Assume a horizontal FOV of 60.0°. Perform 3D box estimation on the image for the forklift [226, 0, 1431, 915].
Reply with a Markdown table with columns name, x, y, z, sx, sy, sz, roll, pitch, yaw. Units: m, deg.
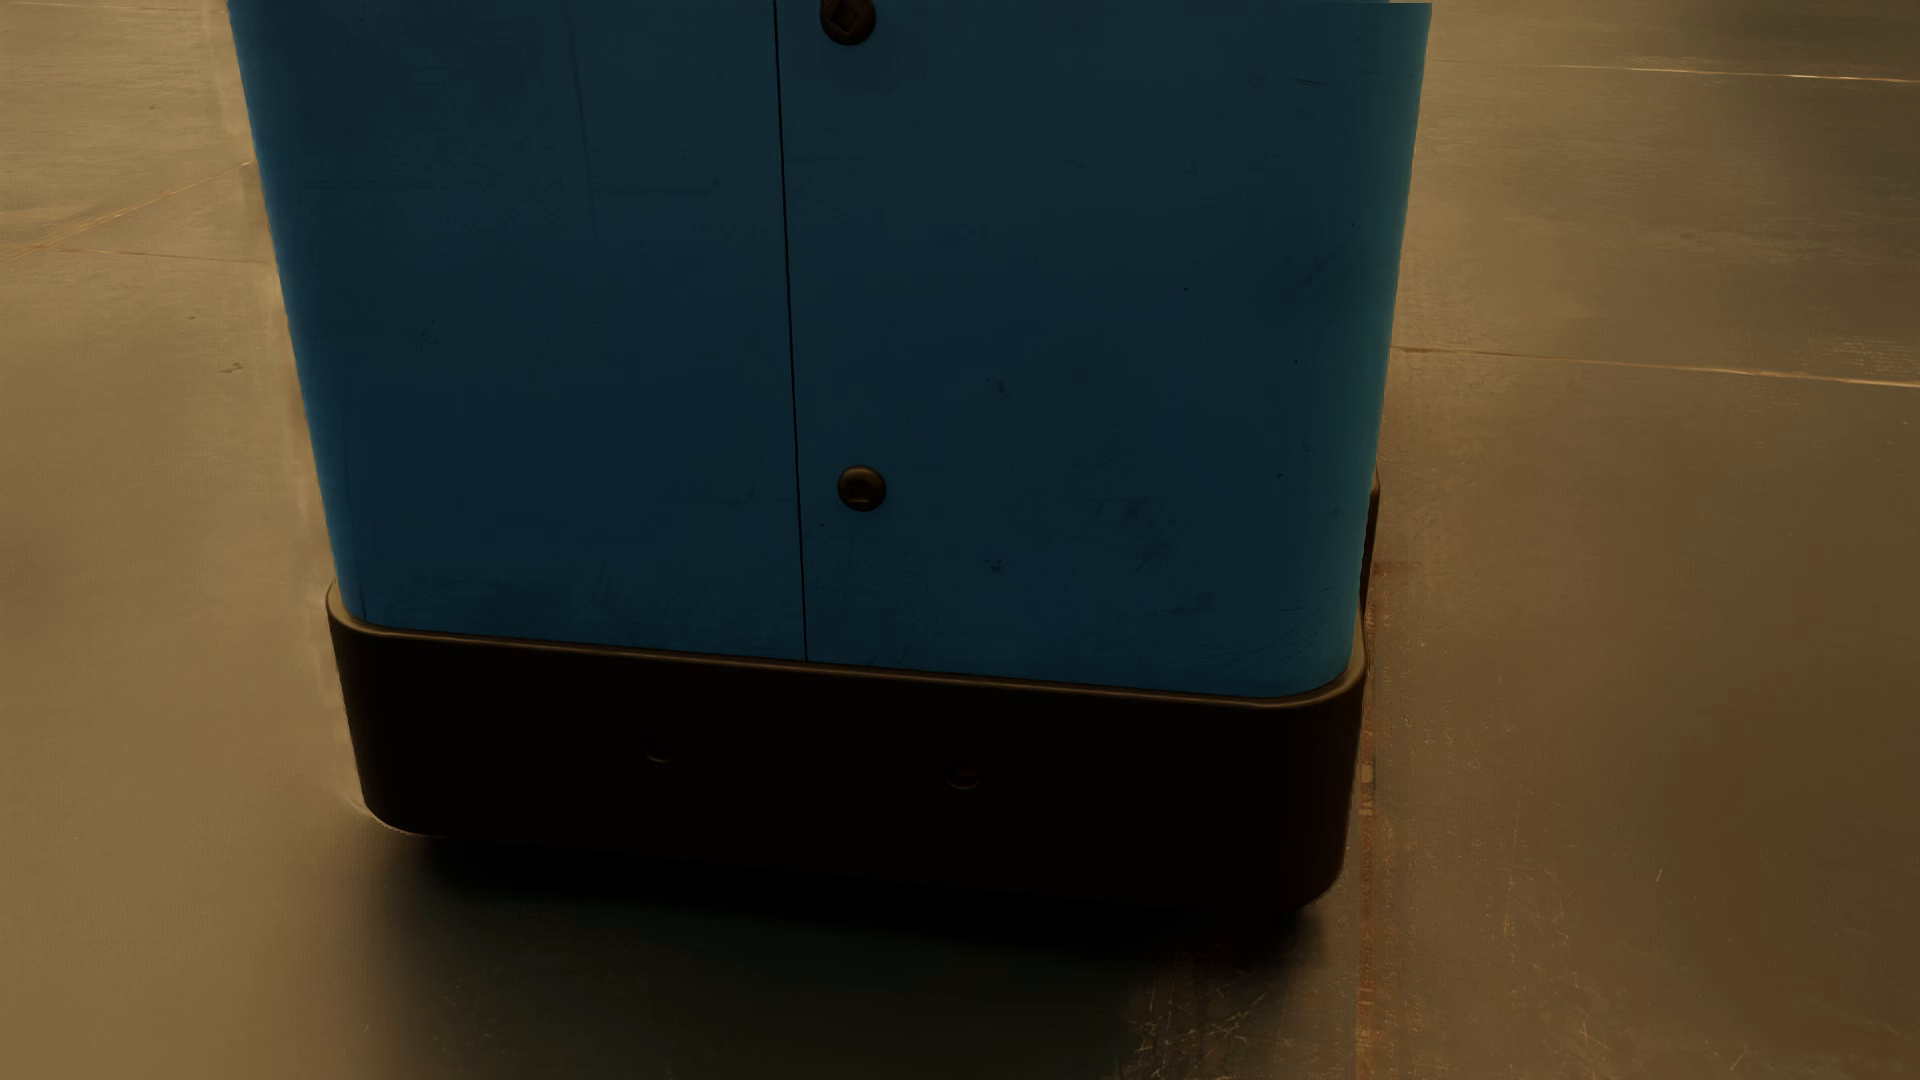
| name | x | y | z | sx | sy | sz | roll | pitch | yaw |
| --- | --- | --- | --- | --- | --- | --- | --- | --- | --- |
| forklift | 0.086 | -1.582 | 2.383 | 1.130 | 2.935 | 3.031 | 4 | 27 | 8 |
